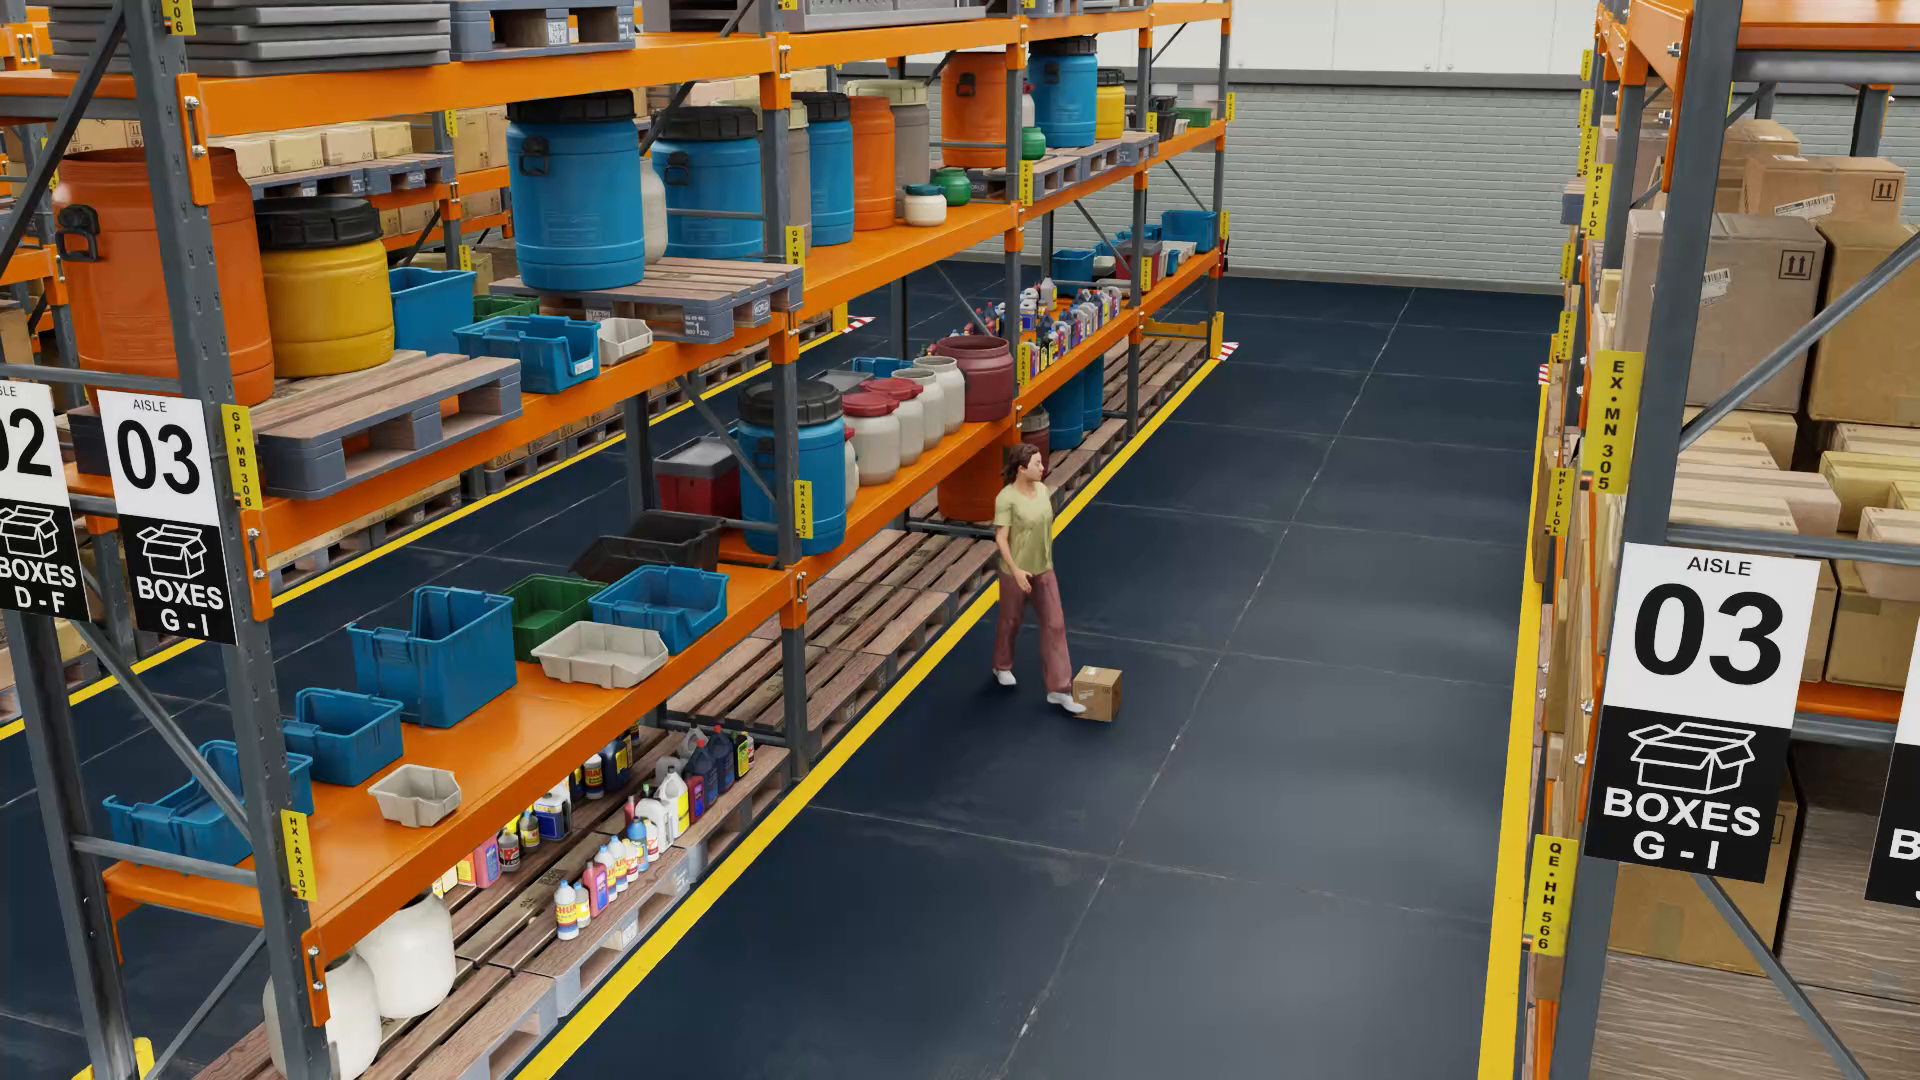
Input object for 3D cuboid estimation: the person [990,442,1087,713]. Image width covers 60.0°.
[{"bbox_3d":[0.466,0.217,10.398,0.482,1.628,0.885,-11,22,-30],"label":"person"}]
